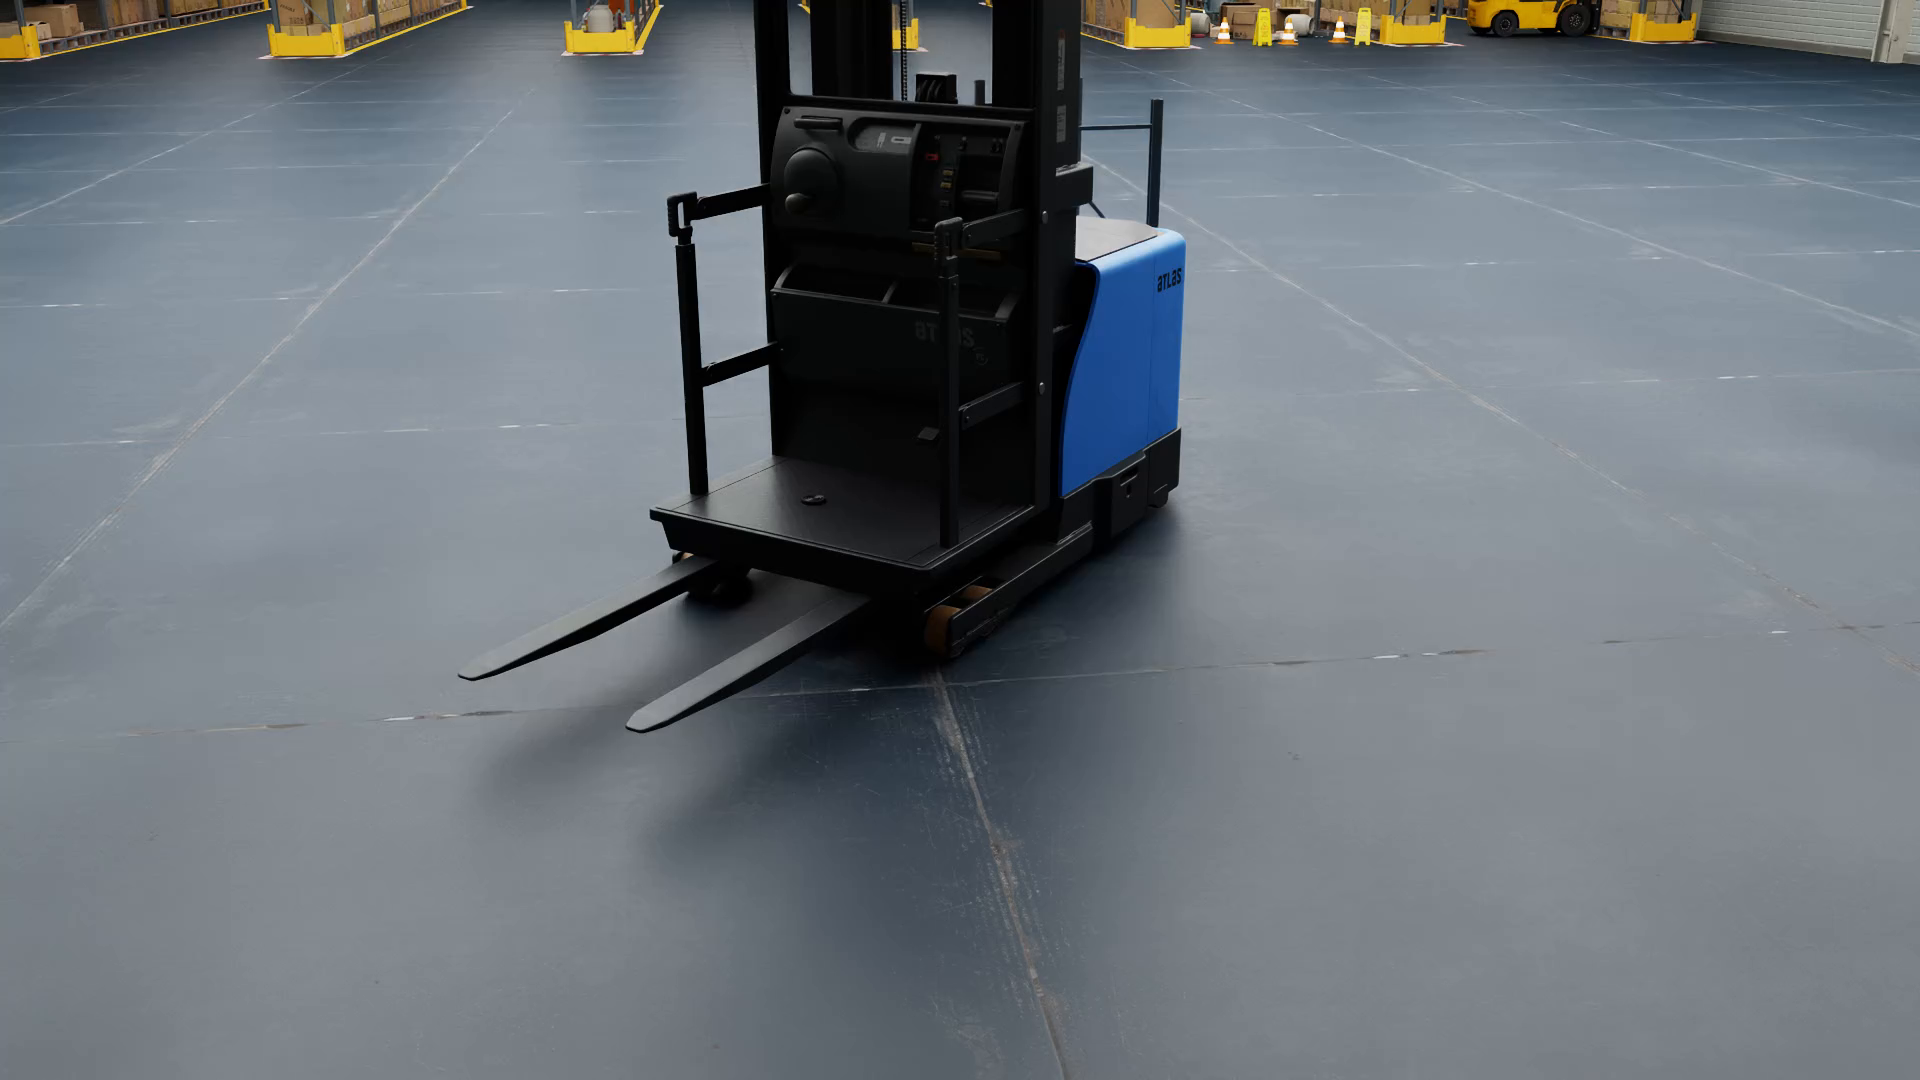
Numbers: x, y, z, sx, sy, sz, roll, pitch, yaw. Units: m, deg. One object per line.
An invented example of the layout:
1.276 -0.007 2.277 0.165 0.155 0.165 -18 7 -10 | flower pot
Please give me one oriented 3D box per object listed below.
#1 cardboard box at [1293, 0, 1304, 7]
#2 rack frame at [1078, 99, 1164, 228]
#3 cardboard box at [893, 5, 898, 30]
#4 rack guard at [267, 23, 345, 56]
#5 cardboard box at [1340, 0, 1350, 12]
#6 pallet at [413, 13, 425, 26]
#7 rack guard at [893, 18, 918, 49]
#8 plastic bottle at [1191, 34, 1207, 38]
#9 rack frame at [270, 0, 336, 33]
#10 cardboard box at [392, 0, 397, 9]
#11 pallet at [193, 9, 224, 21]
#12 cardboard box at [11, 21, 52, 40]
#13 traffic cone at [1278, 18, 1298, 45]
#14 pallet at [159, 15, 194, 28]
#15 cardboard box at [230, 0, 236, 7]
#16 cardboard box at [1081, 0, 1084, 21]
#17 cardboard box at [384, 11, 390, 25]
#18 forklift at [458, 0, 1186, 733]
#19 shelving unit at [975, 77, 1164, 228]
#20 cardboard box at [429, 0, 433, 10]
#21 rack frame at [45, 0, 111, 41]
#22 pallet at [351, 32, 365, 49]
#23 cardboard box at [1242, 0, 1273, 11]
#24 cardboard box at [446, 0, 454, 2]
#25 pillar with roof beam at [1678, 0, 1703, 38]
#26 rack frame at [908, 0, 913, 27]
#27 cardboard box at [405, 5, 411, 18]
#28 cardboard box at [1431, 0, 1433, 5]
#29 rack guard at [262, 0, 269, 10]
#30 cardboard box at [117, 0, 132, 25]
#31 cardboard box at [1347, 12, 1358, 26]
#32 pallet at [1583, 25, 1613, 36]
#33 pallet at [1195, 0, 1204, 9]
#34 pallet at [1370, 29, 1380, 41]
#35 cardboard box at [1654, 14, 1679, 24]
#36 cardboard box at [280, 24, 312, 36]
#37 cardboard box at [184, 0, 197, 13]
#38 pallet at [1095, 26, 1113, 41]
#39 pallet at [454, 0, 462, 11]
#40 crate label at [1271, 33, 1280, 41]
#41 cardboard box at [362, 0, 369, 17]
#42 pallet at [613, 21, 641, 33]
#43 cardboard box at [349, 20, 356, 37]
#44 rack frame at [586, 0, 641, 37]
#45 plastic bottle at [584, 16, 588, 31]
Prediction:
7.714 -11.482 35.826 0.950 0.372 0.625 -2 21 -4 | cardboard box
0.567 -1.038 6.853 0.500 1.500 0.032 -5 21 -14 | rack frame
-1.404 -9.444 30.187 0.500 0.500 0.500 1 20 2 | cardboard box
-11.131 -8.523 28.323 1.175 0.500 0.348 -3 21 -8 | rack guard
7.879 -10.764 33.006 0.500 0.500 0.500 -2 21 -5 | cardboard box
-12.358 -11.427 36.509 1.003 0.211 1.213 -3 21 -8 | pallet
-1.342 -9.056 29.750 1.175 0.500 0.348 -3 21 -8 | rack guard
4.683 -9.873 32.563 0.283 0.061 0.133 -11 23 -26 | plastic bottle
-11.134 -9.703 27.907 1.000 3.000 0.127 -3 21 -8 | rack frame
-11.747 -10.947 33.767 0.500 0.311 0.500 -2 21 -6 | cardboard box
-17.580 -12.037 38.142 1.003 0.211 1.213 -3 21 -8 | pallet
-16.129 -8.840 28.811 0.500 0.311 0.500 -1 21 -3 | cardboard box
6.088 -9.423 30.783 0.336 0.463 0.334 -3 21 -8 | traffic cone
-17.228 -11.192 35.880 1.003 0.211 1.213 -3 21 -8 | pallet
-17.841 -13.070 39.896 0.700 0.500 0.500 -3 21 -8 | cardboard box
2.837 -11.154 34.409 1.050 0.750 0.750 -3 21 -8 | cardboard box
-11.596 -10.326 32.905 0.500 0.250 0.500 -2 21 -6 | cardboard box
-0.321 -1.186 5.203 1.130 2.935 3.031 12 24 29 | forklift
0.440 -1.211 7.314 0.538 1.500 1.048 -5 21 -14 | shelving unit
-12.375 -12.391 38.049 0.500 0.500 0.500 -3 21 -7 | cardboard box
-16.612 -10.837 30.943 1.000 3.000 0.127 -3 21 -8 | rack frame
-11.459 -9.081 30.227 1.003 0.211 1.213 -3 21 -8 | pallet
6.142 -11.169 34.325 0.500 0.500 0.500 -3 21 -8 | cardboard box
-13.011 -13.654 41.788 0.500 0.250 0.500 -3 21 -8 | cardboard box
9.918 -13.832 30.390 9.100 9.000 0.400 -3 21 -8 | pillar with roof beam
-1.331 -10.201 29.242 1.000 3.000 0.127 -3 21 -8 | rack frame
-11.970 -11.211 35.276 0.500 0.250 0.500 -2 21 -6 | cardboard box
11.727 -13.418 40.826 0.500 0.500 0.500 -4 21 -10 | cardboard box
-18.346 -13.829 42.527 1.175 0.500 0.348 -3 21 -8 | rack guard
-16.893 -10.481 32.934 0.700 0.500 0.500 -3 21 -7 | cardboard box
7.945 -10.237 32.666 0.500 0.250 0.500 -4 21 -10 | cardboard box
13.063 -10.331 33.573 1.003 0.211 1.213 -3 21 -8 | pallet
6.714 -13.817 42.907 1.003 0.211 1.213 -3 21 -8 | pallet
8.383 -9.704 31.896 1.003 0.211 1.213 -3 21 -8 | pallet
13.510 -10.041 32.143 0.500 0.250 0.500 -3 21 -8 | cardboard box
-11.504 -8.782 28.772 0.500 0.250 0.500 -3 21 -8 | cardboard box
-17.285 -11.976 36.466 0.750 0.750 0.750 -3 21 -8 | cardboard box
3.227 -9.804 32.165 1.003 0.211 1.213 -3 21 -8 | pallet
-13.314 -13.634 42.418 1.003 0.211 1.213 -3 21 -8 | pallet
5.913 -9.539 31.561 0.250 0.136 0.298 -15 25 -35 | crate label
-11.367 -10.024 31.026 0.500 0.500 0.500 -3 21 -8 | cardboard box
-6.960 -10.300 33.492 1.003 0.211 1.213 -3 21 -8 | pallet
-11.139 -9.154 29.769 0.500 0.250 0.500 -3 21 -8 | cardboard box
-6.809 -11.336 32.281 1.000 3.000 0.127 -3 21 -8 | rack frame
-6.940 -9.584 30.853 0.152 0.276 0.135 -3 21 -7 | plastic bottle
